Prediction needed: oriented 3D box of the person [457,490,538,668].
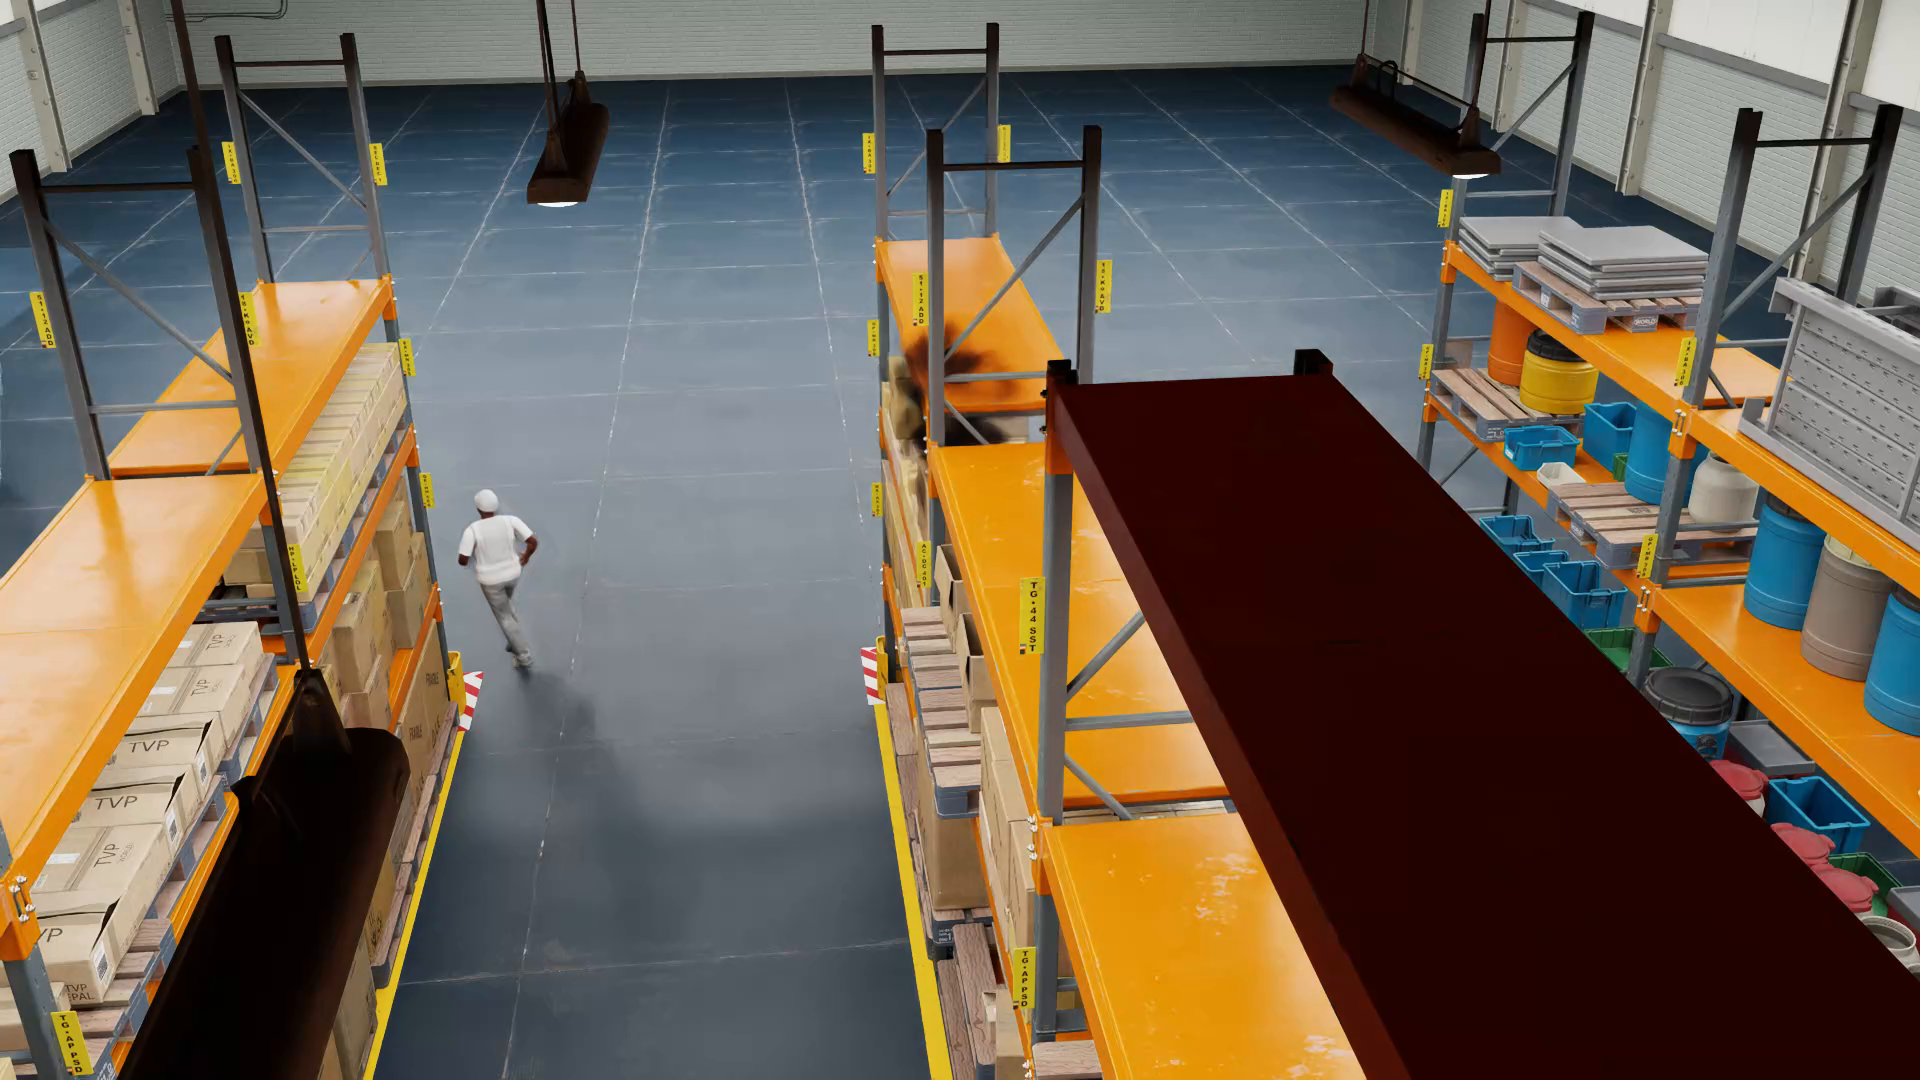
[{"bbox_3d":[-4.322,0.409,15.617,0.706,1.829,0.739,-20,32,-35],"label":"person"}]
